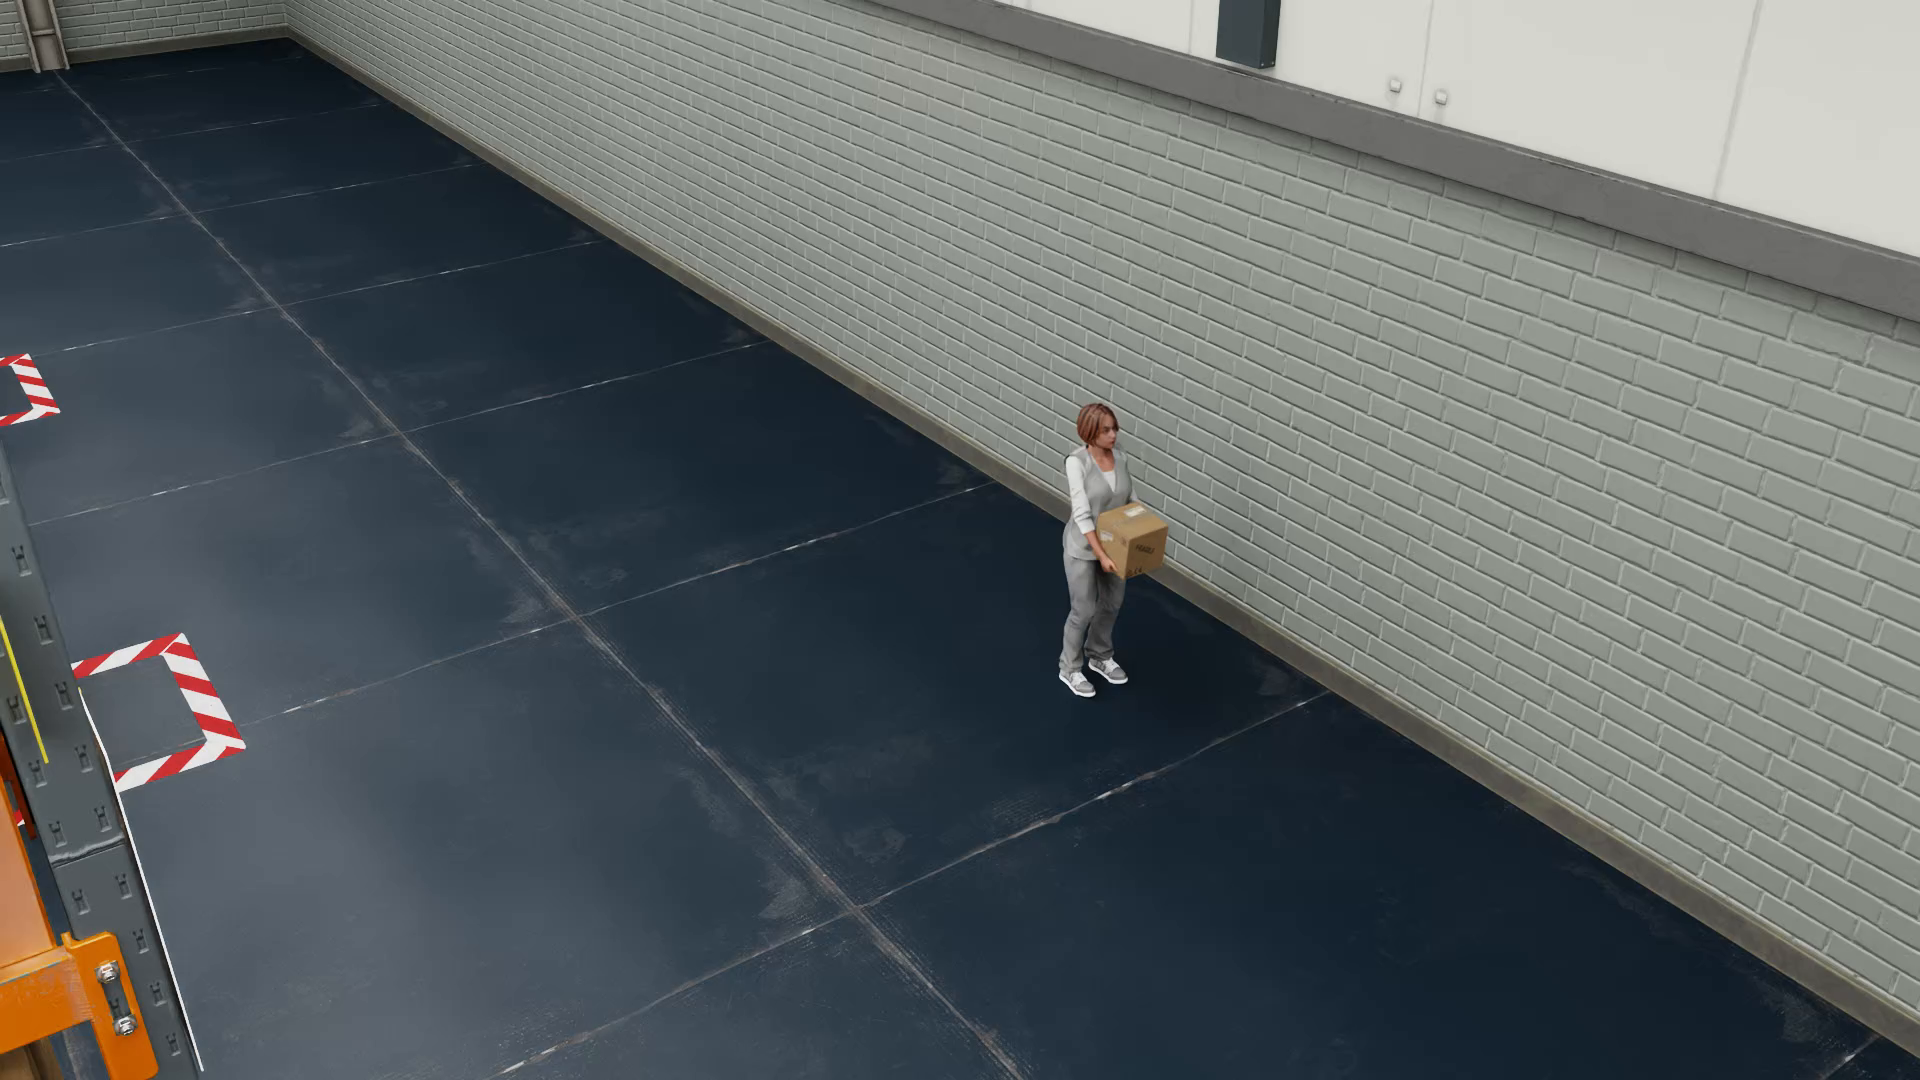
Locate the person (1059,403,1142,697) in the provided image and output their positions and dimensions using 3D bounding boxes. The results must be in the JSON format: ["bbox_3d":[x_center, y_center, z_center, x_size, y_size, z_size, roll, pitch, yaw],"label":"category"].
[{"bbox_3d":[0.750,0.084,8.491,0.403,1.591,0.493,-18,34,-30],"label":"person"}]
